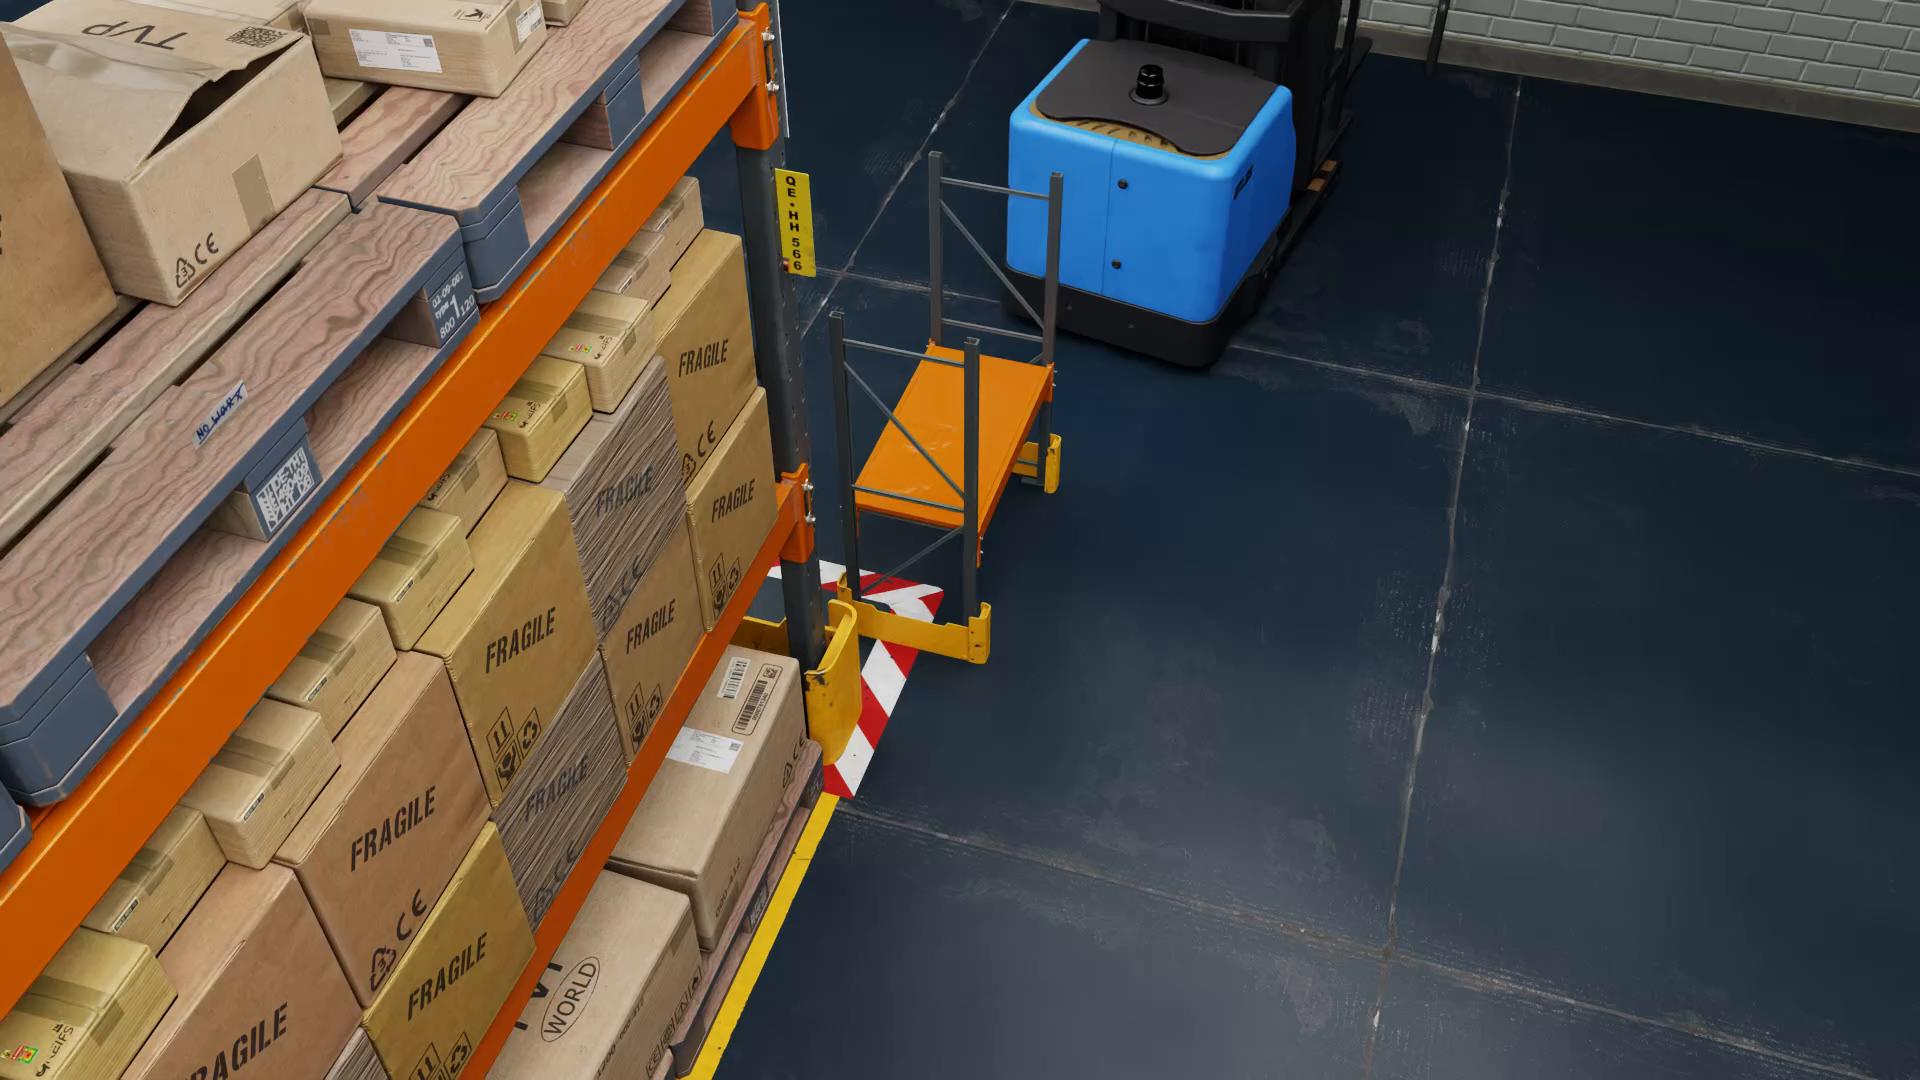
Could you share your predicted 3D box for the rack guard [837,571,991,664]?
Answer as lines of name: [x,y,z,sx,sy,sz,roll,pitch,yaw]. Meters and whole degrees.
rack guard: [-0.174,0.293,6.271,0.587,0.250,0.087,13,46,13]

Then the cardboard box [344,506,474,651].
cardboard box: [-1.210,0.043,3.312,0.380,0.149,0.250,14,46,13]

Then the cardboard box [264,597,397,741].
cardboard box: [-1.307,0.214,3.137,0.380,0.149,0.250,14,46,14]

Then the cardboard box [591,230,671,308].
cardboard box: [-0.930,-0.645,4.015,0.380,0.149,0.250,13,46,13]

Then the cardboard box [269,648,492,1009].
cardboard box: [-1.314,0.521,3.287,0.500,0.500,0.500,12,46,12]

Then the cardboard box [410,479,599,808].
cardboard box: [-1.160,0.186,3.629,0.500,0.500,0.500,12,46,12]

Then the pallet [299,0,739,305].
pallet: [-1.173,-1.020,3.566,1.003,0.211,1.213,13,46,13]

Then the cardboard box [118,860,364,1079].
cardboard box: [-1.469,0.856,2.944,0.500,0.500,0.500,13,46,13]

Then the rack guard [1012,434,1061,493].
rack guard: [0.128,-0.370,6.950,0.587,0.250,0.087,13,46,13]

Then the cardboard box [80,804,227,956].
cardboard box: [-1.487,0.548,2.796,0.380,0.149,0.250,12,46,12]

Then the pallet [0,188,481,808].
pallet: [-1.540,-0.204,2.733,1.003,0.211,1.213,13,46,13]

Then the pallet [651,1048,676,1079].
pallet: [-1.497,1.880,4.677,1.003,0.211,1.213,13,46,12]

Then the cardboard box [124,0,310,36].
cardboard box: [-1.507,-0.968,3.258,0.380,0.149,0.250,14,46,14]

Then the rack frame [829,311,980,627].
rack frame: [-0.180,-0.140,5.821,0.500,1.500,0.032,13,46,13]

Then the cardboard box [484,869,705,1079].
cardboard box: [-1.332,1.362,4.745,0.875,0.438,0.875,14,46,14]

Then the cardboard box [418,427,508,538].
cardboard box: [-1.190,-0.137,3.495,0.380,0.149,0.250,12,46,12]

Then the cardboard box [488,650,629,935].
cardboard box: [-1.164,0.542,3.980,0.500,0.500,0.500,14,46,14]

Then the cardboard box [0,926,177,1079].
cardboard box: [-1.485,0.732,2.607,0.380,0.149,0.250,11,46,11]

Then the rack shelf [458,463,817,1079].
rack shelf: [-1.563,1.114,3.981,1.077,0.370,4.000,13,46,13]

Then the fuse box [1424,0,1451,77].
fuse box: [2.685,-3.237,8.835,0.539,1.711,0.414,13,46,13]

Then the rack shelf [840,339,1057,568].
rack shelf: [-0.026,-0.351,6.293,0.538,0.185,1.000,13,46,13]

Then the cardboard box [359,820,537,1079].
cardboard box: [-1.308,0.889,3.626,0.500,0.500,0.500,14,46,14]

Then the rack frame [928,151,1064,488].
rack frame: [0.128,-0.818,6.514,0.500,1.500,0.032,13,46,13]

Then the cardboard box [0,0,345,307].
cardboard box: [-1.459,-0.715,2.883,0.500,0.311,0.500,13,46,13]

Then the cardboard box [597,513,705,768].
cardboard box: [-1.018,0.197,4.333,0.500,0.500,0.500,12,46,12]

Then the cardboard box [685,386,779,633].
cardboard box: [-0.852,-0.134,4.671,0.500,0.500,0.500,13,46,13]

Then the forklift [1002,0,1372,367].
forklift: [1.316,-2.853,7.570,1.130,2.935,3.031,20,48,19]

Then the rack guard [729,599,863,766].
rack guard: [-0.951,0.401,5.983,1.175,0.500,0.348,13,46,13]

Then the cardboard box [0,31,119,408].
cardboard box: [-1.711,-0.458,2.485,0.500,0.500,0.500,13,46,13]

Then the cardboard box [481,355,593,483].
cardboard box: [-1.043,-0.296,3.658,0.380,0.149,0.250,14,46,13]

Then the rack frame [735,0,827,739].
rack frame: [-0.958,-0.476,5.092,1.000,3.000,0.127,13,46,13]

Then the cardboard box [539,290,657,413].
cardboard box: [-0.928,-0.455,3.821,0.380,0.149,0.250,12,46,12]

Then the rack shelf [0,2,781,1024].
rack shelf: [-1.563,0.042,2.932,1.077,0.370,4.000,13,46,13]

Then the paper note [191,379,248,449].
paper note: [-1.039,-0.176,2.338,0.006,0.032,0.123,13,46,13]

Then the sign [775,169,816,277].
sign: [-0.445,-0.851,4.477,0.100,0.325,0.005,13,46,13]

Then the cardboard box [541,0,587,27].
cardboard box: [-1.008,-1.362,3.588,0.500,0.250,0.500,9,45,9]

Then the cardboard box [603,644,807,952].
cardboard box: [-1.062,0.750,5.370,0.875,0.438,0.875,11,45,11]

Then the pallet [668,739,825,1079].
pallet: [-1.125,1.070,5.506,1.003,0.211,1.213,13,46,13]

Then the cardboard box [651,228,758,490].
cardboard box: [-0.877,-0.498,4.327,0.500,0.500,0.500,14,46,14]

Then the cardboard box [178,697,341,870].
cardboard box: [-1.347,0.398,2.948,0.380,0.149,0.250,13,46,13]

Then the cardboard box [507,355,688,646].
cardboard box: [-1.007,-0.143,3.965,0.500,0.500,0.500,13,46,13]

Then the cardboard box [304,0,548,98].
cardboard box: [-1.059,-1.029,3.320,0.380,0.149,0.250,9,45,9]

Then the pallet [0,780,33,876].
pallet: [-1.911,0.606,1.904,1.003,0.211,1.213,13,46,13]

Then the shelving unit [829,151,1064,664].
shelving unit: [-0.023,-0.485,6.174,0.587,1.500,1.083,13,46,13]

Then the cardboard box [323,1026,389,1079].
cardboard box: [-1.464,1.232,3.275,0.500,0.500,0.500,13,46,13]

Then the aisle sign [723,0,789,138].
aisle sign: [-0.641,-1.388,4.165,0.394,0.787,0.004,13,46,13]

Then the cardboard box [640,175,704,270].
cardboard box: [-0.876,-0.820,4.193,0.380,0.149,0.250,13,46,13]
